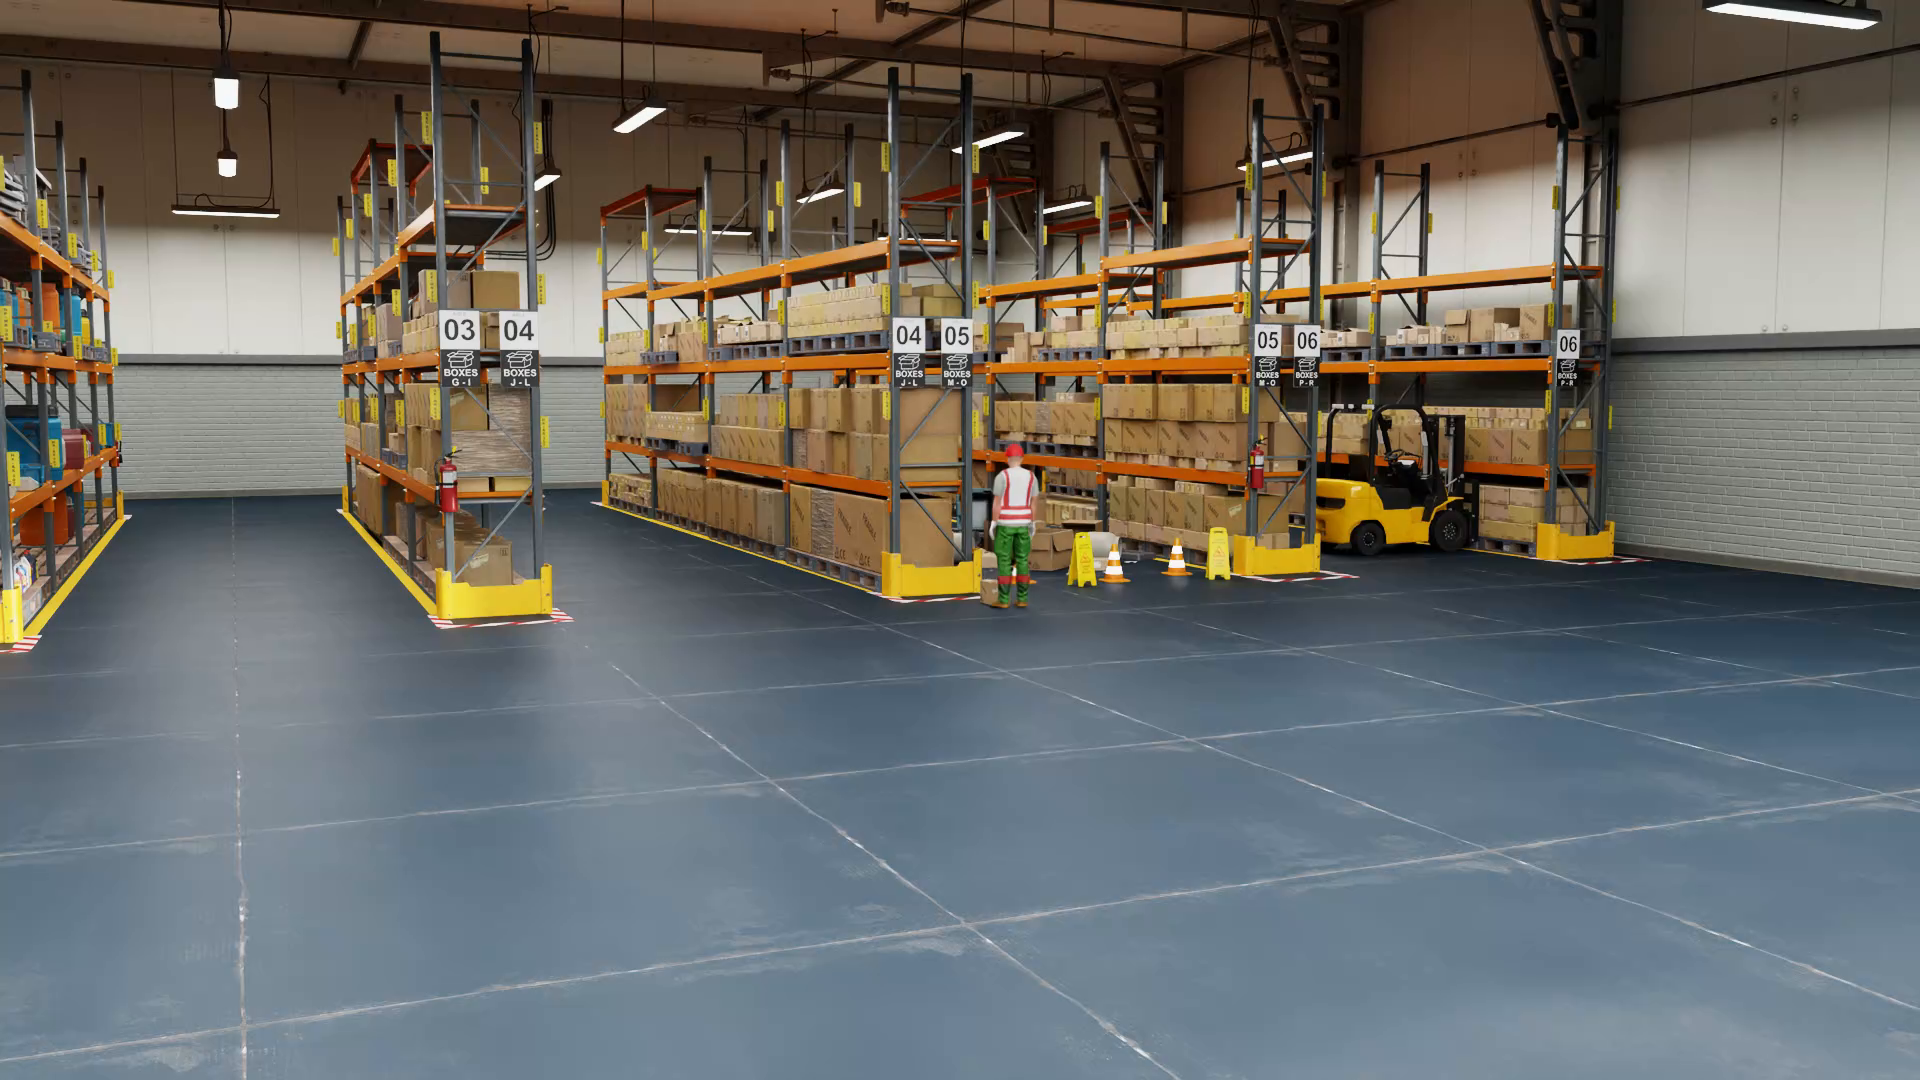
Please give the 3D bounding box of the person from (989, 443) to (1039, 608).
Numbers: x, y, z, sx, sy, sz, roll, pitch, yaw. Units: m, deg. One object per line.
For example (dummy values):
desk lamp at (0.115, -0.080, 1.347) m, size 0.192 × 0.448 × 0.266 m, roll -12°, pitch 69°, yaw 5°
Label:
person at (0.566, -0.157, 18.132) m, size 0.544 × 1.792 × 0.386 m, roll -2°, pitch 6°, yaw -23°
